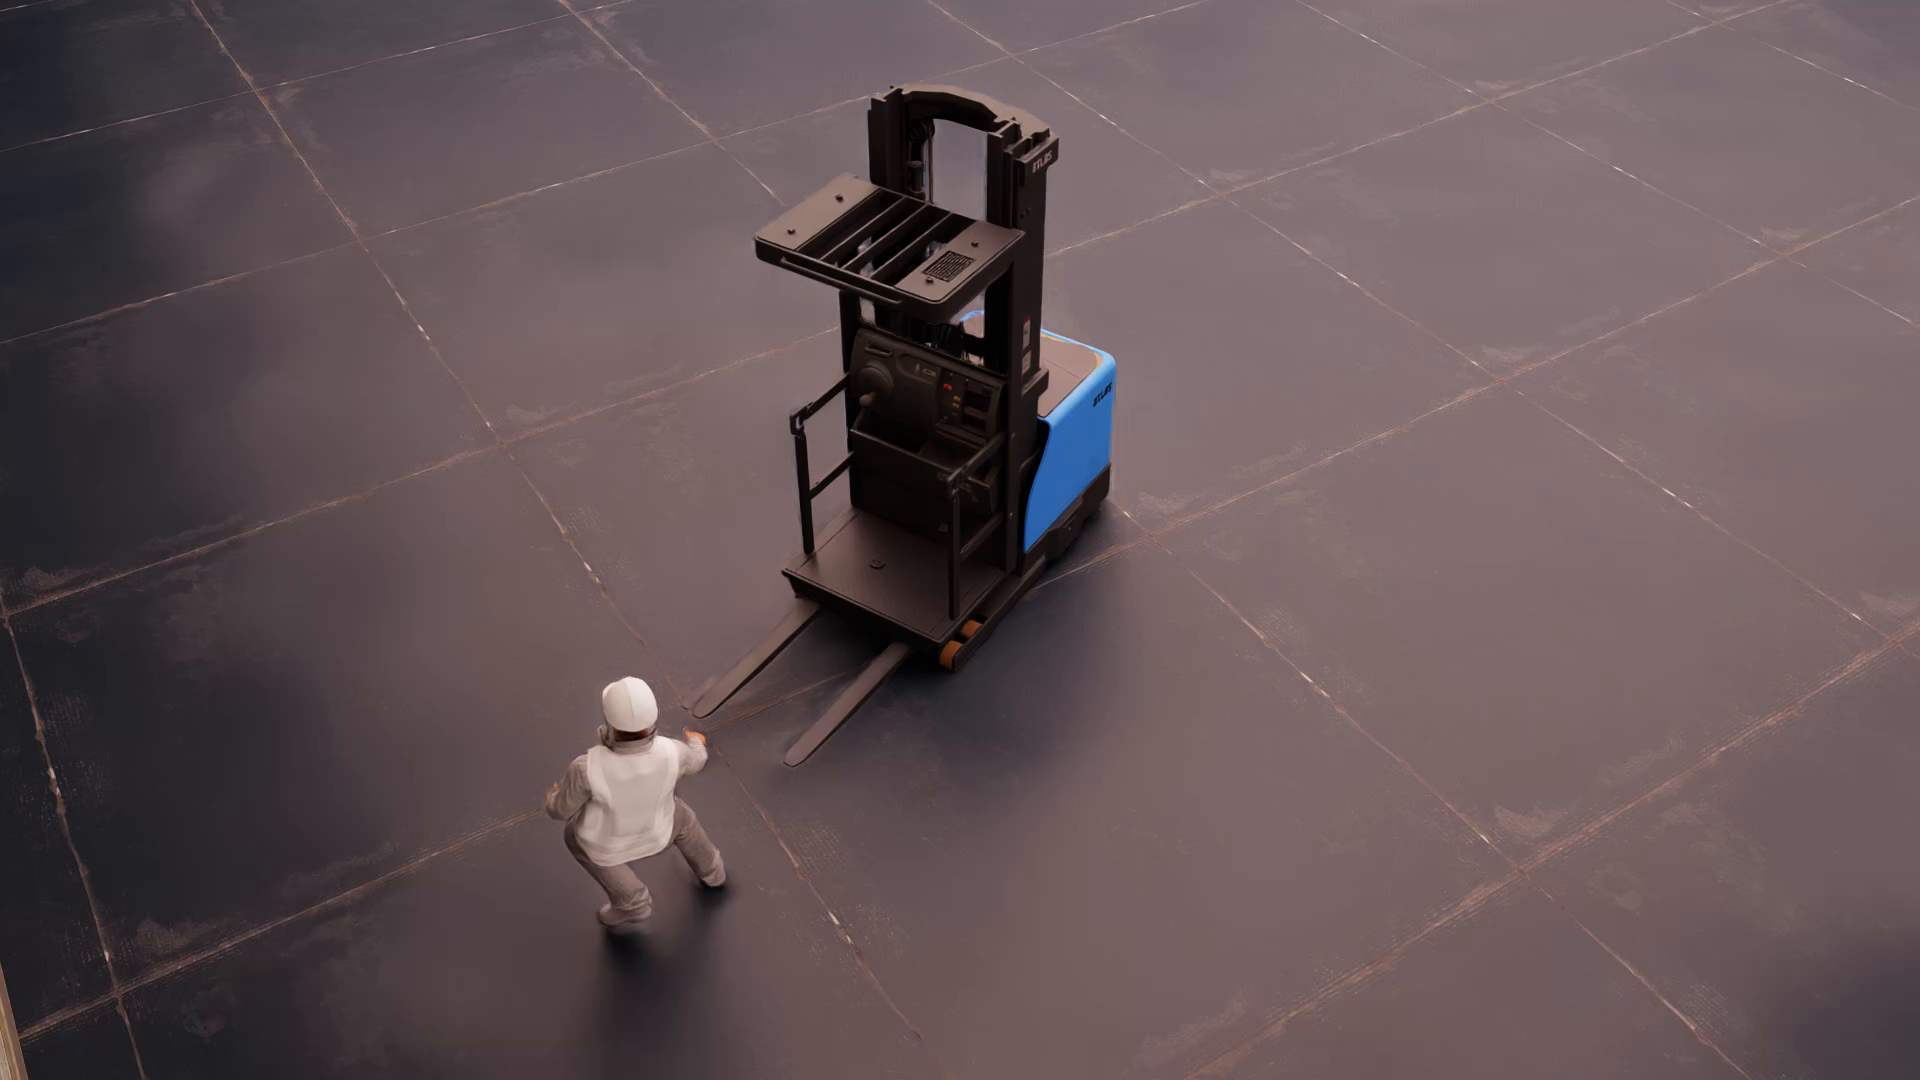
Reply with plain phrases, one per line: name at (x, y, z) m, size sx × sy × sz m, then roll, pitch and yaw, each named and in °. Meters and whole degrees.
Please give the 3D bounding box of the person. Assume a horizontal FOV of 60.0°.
person at (-1.463, 1.171, 7.508) m, size 0.787 × 1.650 × 0.622 m, roll -16°, pitch 44°, yaw -17°

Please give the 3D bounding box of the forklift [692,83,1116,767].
forklift at (-0.302, -0.736, 8.713) m, size 1.130 × 2.935 × 3.031 m, roll 23°, pitch 46°, yaw 24°
